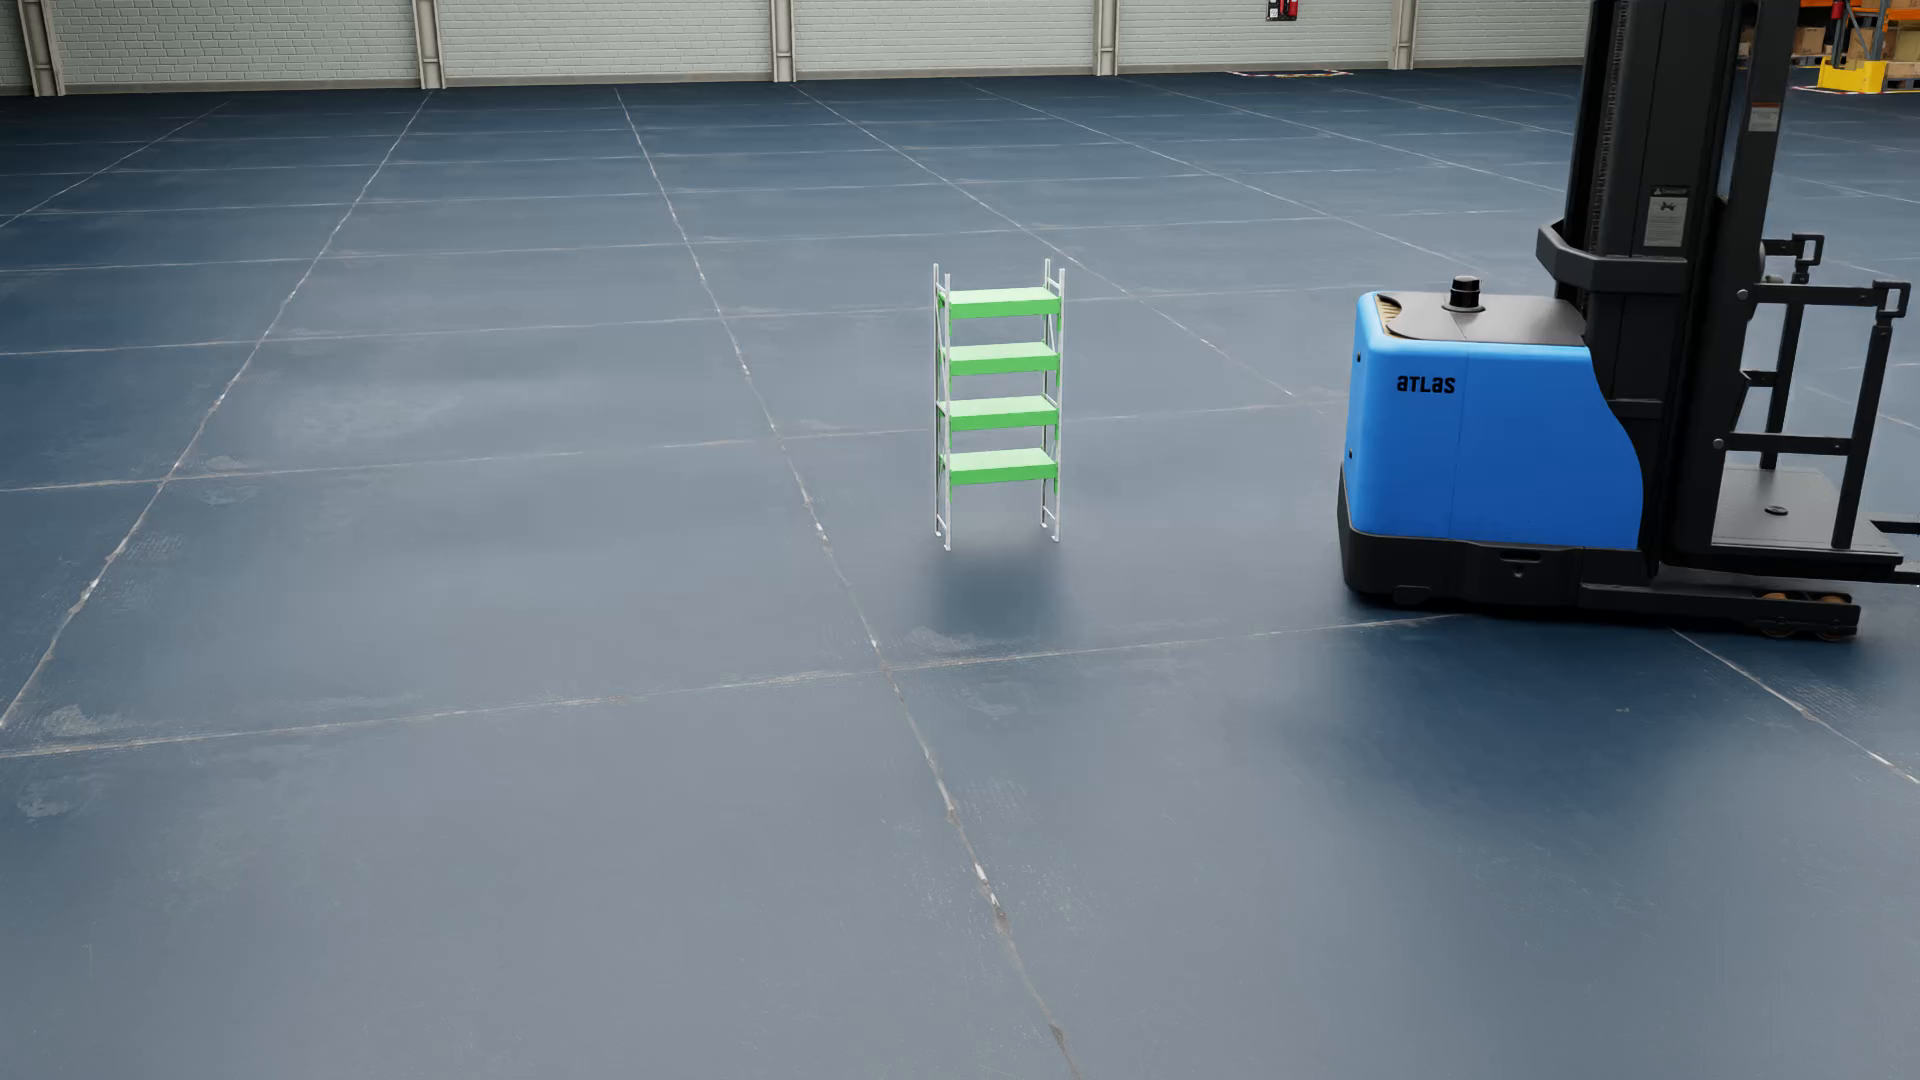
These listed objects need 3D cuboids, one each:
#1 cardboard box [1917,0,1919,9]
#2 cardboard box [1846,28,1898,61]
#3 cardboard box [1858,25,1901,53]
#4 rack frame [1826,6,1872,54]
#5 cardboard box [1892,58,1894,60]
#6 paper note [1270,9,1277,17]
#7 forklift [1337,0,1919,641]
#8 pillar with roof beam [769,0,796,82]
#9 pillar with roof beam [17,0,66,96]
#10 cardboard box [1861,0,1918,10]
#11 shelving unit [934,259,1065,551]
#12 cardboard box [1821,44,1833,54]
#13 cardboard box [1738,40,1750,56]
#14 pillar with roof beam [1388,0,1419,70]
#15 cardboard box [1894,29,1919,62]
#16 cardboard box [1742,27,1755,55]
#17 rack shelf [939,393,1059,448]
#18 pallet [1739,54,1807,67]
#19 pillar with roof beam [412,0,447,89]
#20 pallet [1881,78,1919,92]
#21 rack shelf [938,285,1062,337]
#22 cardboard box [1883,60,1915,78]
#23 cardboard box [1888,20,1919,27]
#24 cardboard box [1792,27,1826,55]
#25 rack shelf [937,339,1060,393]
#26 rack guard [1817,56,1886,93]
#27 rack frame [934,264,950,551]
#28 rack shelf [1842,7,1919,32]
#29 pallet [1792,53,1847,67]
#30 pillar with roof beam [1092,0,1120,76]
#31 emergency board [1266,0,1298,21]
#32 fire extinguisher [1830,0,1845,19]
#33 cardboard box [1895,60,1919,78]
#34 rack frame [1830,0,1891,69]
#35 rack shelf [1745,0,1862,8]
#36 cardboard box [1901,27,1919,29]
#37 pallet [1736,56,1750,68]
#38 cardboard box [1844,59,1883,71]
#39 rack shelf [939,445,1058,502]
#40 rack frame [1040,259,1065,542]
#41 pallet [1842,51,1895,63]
[{"bbox_3d":[16.005,-9.148,27.781,0.500,0.500,0.700,-4,21,-11],"label":"cardboard box"},{"bbox_3d":[15.491,-8.425,28.251,0.500,0.500,0.500,-5,21,-12],"label":"cardboard box"},{"bbox_3d":[18.500,-10.096,33.510,0.500,0.500,0.700,-4,20,-11],"label":"cardboard box"},{"bbox_3d":[17.787,-11.000,32.981,0.127,3.000,1.000,-5,21,-12],"label":"rack frame"},{"bbox_3d":[15.976,-8.116,28.497,0.500,0.250,0.500,-5,21,-12],"label":"cardboard box"},{"bbox_3d":[5.936,-9.966,31.440,0.142,0.148,0.016,-5,21,-12],"label":"paper note"},{"bbox_3d":[3.102,-1.193,6.310,3.031,2.935,1.130,3,20,9],"label":"forklift"},{"bbox_3d":[-2.150,-10.979,24.204,0.400,9.000,9.100,-5,21,-12],"label":"pillar with roof beam"},{"bbox_3d":[-13.828,-10.029,21.611,0.400,9.000,9.100,-5,21,-12],"label":"pillar with roof beam"},{"bbox_3d":[15.495,-9.105,27.663,0.500,0.500,0.700,-5,21,-12],"label":"cardboard box"},{"bbox_3d":[0.161,-0.576,7.144,0.503,1.200,0.258,-5,21,-12],"label":"shelving unit"},{"bbox_3d":[17.273,-9.823,33.250,0.250,0.166,0.380,-7,21,-20],"label":"cardboard box"},{"bbox_3d":[15.143,-9.697,32.694,0.500,0.311,0.500,-3,20,-8],"label":"cardboard box"},{"bbox_3d":[9.528,-11.929,26.797,0.400,9.000,9.100,-5,21,-12],"label":"pillar with roof beam"},{"bbox_3d":[16.097,-8.292,27.886,0.500,0.500,0.500,-5,21,-12],"label":"cardboard box"},{"bbox_3d":[15.869,-9.827,32.775,0.500,0.500,0.700,-6,21,-16],"label":"cardboard box"},{"bbox_3d":[0.161,-0.516,7.166,0.480,0.148,0.258,-5,21,-12],"label":"rack shelf"},{"bbox_3d":[15.952,-9.527,33.017,1.213,0.211,1.003,-5,21,-12],"label":"pallet"},{"bbox_3d":[-7.989,-10.504,22.907,0.400,9.000,9.100,-5,21,-12],"label":"pillar with roof beam"},{"bbox_3d":[15.773,-7.790,28.275,1.213,0.211,1.003,-5,21,-12],"label":"pallet"},{"bbox_3d":[0.161,-0.967,7.001,0.480,0.148,0.258,-5,21,-12],"label":"rack shelf"},{"bbox_3d":[15.611,-7.899,27.905,0.500,0.250,0.500,-5,21,-12],"label":"cardboard box"},{"bbox_3d":[18.927,-10.484,33.479,0.500,0.250,0.500,-5,21,-14],"label":"cardboard box"},{"bbox_3d":[16.786,-9.937,33.075,0.500,0.500,0.500,-6,21,-17],"label":"cardboard box"},{"bbox_3d":[0.161,-0.742,7.083,0.480,0.148,0.258,-5,21,-12],"label":"rack shelf"},{"bbox_3d":[15.015,-7.849,28.016,0.348,0.500,1.175,-5,21,-12],"label":"rack guard"},{"bbox_3d":[-0.076,-0.557,7.091,0.015,1.200,0.240,-5,21,-12],"label":"rack frame"},{"bbox_3d":[16.984,-8.846,28.147,4.000,0.370,1.077,-5,21,-12],"label":"rack shelf"},{"bbox_3d":[17.142,-9.625,33.284,1.213,0.211,1.003,-5,21,-12],"label":"pallet"},{"bbox_3d":[3.689,-11.454,25.500,0.400,9.000,9.100,-5,21,-12],"label":"pillar with roof beam"},{"bbox_3d":[6.124,-10.370,31.263,0.643,1.169,0.194,-5,21,-12],"label":"emergency board"},{"bbox_3d":[14.816,-9.135,28.004,0.183,0.674,0.296,-5,21,-12],"label":"fire extinguisher"},{"bbox_3d":[16.097,-7.940,28.016,0.500,0.250,0.500,-5,21,-12],"label":"cardboard box"},{"bbox_3d":[15.038,-9.025,27.591,0.127,3.000,1.000,-5,21,-12],"label":"rack frame"},{"bbox_3d":[15.841,-10.504,32.673,4.000,0.370,1.077,-5,21,-12],"label":"rack shelf"},{"bbox_3d":[16.461,-8.509,28.480,0.500,0.500,0.500,-5,21,-12],"label":"cardboard box"},{"bbox_3d":[14.767,-9.432,32.756,1.213,0.211,1.003,-5,21,-12],"label":"pallet"},{"bbox_3d":[15.492,-8.073,28.378,0.500,0.250,0.500,-5,21,-12],"label":"cardboard box"},{"bbox_3d":[0.161,-0.291,7.249,0.480,0.148,0.258,-5,21,-12],"label":"rack shelf"},{"bbox_3d":[0.399,-0.596,7.197,0.015,1.200,0.240,-5,21,-12],"label":"rack frame"},{"bbox_3d":[18.544,-9.752,33.631,1.213,0.211,1.003,-5,21,-12],"label":"pallet"}]
